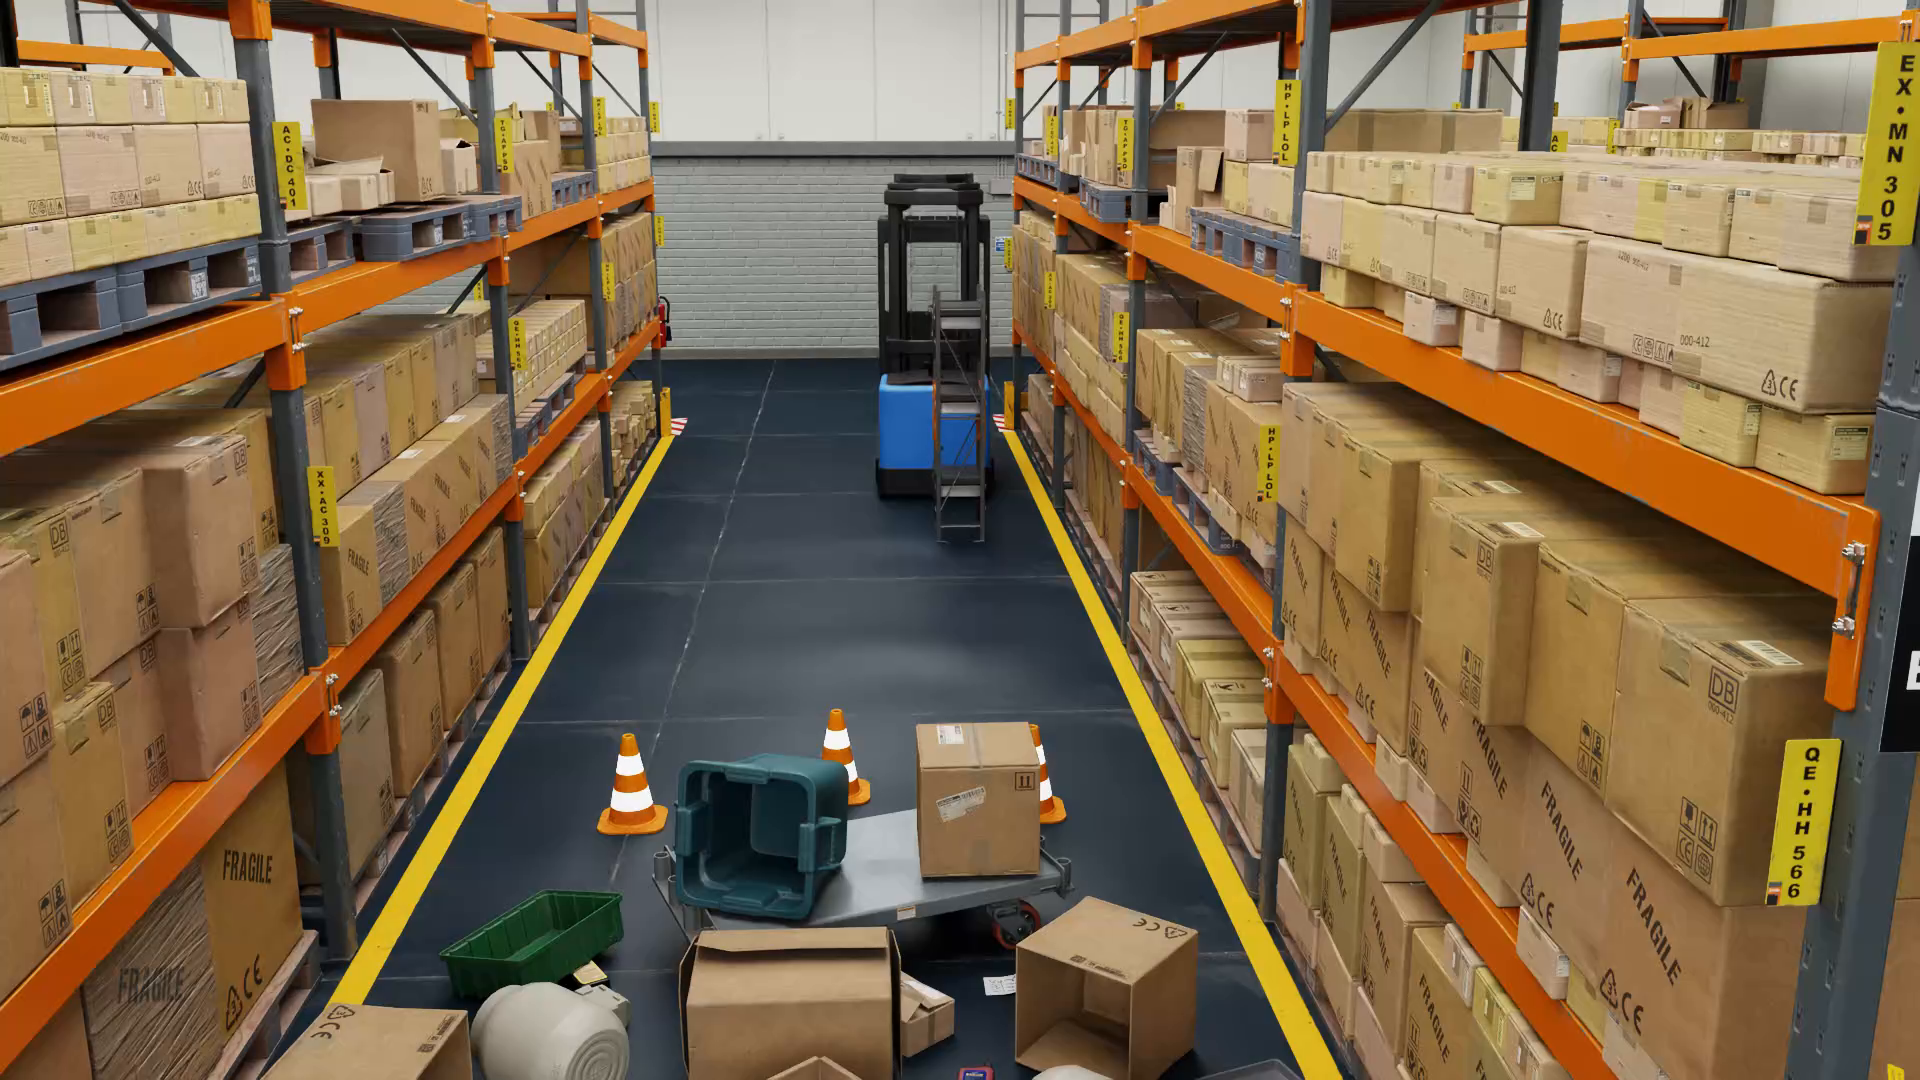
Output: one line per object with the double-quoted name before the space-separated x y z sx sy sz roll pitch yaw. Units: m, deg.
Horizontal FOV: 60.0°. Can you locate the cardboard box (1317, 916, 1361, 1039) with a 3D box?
"cardboard box" 1.657 1.645 6.289 0.500 0.250 0.500 0 14 0

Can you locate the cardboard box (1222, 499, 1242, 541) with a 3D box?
"cardboard box" 1.488 -0.102 8.063 0.380 0.149 0.250 -1 14 -4

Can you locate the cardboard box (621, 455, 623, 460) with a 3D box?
"cardboard box" -3.370 -0.700 15.607 0.380 0.149 0.250 -1 14 -4

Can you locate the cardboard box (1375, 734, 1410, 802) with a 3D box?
"cardboard box" 1.615 0.756 5.571 0.380 0.149 0.250 -1 14 -3

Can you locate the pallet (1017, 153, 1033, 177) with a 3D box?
"pallet" 1.159 -3.977 17.620 1.003 0.211 1.213 -1 14 -3

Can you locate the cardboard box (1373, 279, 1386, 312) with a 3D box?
"cardboard box" 1.706 -0.891 5.952 0.380 0.149 0.250 -1 14 -3

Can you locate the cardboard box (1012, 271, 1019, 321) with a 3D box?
"cardboard box" 0.846 -2.676 18.206 0.500 0.500 0.500 -1 14 -4

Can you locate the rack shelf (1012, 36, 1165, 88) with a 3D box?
"rack shelf" 1.226 -4.617 16.158 1.077 0.370 4.000 -1 14 -3

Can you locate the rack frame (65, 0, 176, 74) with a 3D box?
"rack frame" -8.788 -5.504 17.357 1.000 3.000 0.127 -1 14 -3

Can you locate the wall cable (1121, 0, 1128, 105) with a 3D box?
"wall cable" 1.220 -7.078 23.476 2.355 3.000 0.029 -1 14 -3

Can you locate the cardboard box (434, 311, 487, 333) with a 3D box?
"cardboard box" -3.969 -1.724 13.176 0.380 0.149 0.250 -1 14 -4

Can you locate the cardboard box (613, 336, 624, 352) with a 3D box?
"cardboard box" -3.395 -1.869 15.774 0.380 0.149 0.250 -1 14 -2

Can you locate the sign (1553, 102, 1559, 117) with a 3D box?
"sign" 6.612 -4.714 18.531 0.100 0.325 0.005 -1 14 -3

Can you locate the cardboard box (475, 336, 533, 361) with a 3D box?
"cardboard box" -3.217 -1.342 11.688 0.380 0.149 0.250 -1 15 -6

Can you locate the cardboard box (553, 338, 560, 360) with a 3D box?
"cardboard box" -3.277 -1.457 12.734 0.380 0.149 0.250 -1 14 -3

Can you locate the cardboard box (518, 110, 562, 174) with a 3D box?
"cardboard box" -3.670 -3.263 13.627 0.700 0.500 0.500 -1 14 -3

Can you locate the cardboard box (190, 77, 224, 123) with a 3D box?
"cardboard box" -2.732 -1.485 5.620 0.380 0.149 0.250 -1 14 -4

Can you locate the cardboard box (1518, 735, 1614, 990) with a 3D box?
"cardboard box" 1.759 0.780 4.177 0.500 0.500 0.500 -1 14 -3

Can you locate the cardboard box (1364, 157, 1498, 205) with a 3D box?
"cardboard box" 1.582 -1.205 5.573 0.380 0.149 0.250 -1 14 -4

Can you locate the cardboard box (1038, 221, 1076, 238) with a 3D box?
"cardboard box" 0.967 -3.055 16.370 0.380 0.149 0.250 -1 14 -3

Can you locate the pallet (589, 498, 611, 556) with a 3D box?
"pallet" -3.534 -0.111 14.033 1.003 0.211 1.213 -1 14 -3

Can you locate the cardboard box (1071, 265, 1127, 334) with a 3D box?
"cardboard box" 1.178 -1.924 13.278 0.500 0.500 0.500 -1 14 -5

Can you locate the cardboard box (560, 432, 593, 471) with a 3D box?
"cardboard box" -3.267 -0.701 13.402 0.500 0.250 0.500 0 14 -1

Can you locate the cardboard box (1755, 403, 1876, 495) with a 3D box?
"cardboard box" 1.792 -0.187 3.220 0.380 0.149 0.250 -1 14 -3

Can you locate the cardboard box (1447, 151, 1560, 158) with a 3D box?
"cardboard box" 2.083 -1.409 6.365 0.380 0.149 0.250 -1 14 -2

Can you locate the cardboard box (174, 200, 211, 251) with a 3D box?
"cardboard box" -2.713 -1.035 5.472 0.380 0.149 0.250 -1 14 -3

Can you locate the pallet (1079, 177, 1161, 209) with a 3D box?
"pallet" 1.433 -2.560 12.316 1.003 0.211 1.213 0 14 -1

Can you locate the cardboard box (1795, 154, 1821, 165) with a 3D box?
"cardboard box" 6.243 -2.688 11.936 0.380 0.149 0.250 -1 14 -3

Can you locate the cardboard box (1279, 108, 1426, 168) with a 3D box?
"cardboard box" 1.683 -1.735 7.183 0.500 0.250 0.500 -1 14 -2

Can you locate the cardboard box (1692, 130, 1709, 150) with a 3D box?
"cardboard box" 6.033 -3.160 13.134 0.380 0.149 0.250 -1 14 -3

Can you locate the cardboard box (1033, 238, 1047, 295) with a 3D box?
"cardboard box" 0.981 -2.655 16.118 0.500 0.500 0.500 -1 14 -3

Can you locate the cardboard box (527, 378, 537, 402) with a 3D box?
"cardboard box" -3.214 -1.057 11.776 0.380 0.149 0.250 0 14 -1

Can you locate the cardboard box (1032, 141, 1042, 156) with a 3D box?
"cardboard box" 0.940 -4.060 17.227 0.380 0.149 0.250 0 14 -1

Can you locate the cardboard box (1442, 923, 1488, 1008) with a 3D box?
"cardboard box" 1.667 1.265 4.957 0.380 0.149 0.250 0 14 -1

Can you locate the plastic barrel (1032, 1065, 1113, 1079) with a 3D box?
"plastic barrel" 0.455 1.985 5.461 0.512 0.421 0.421 10 18 35

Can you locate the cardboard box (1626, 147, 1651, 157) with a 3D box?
"cardboard box" 5.907 -3.271 14.162 0.380 0.149 0.250 -1 14 -3

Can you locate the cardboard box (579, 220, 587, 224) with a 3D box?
"cardboard box" -4.021 -2.956 16.689 0.500 0.500 0.500 -1 14 -5

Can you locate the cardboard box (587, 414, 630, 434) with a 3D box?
"cardboard box" -3.394 -1.115 16.026 0.380 0.149 0.250 -1 14 -2

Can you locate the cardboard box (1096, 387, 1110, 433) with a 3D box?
"cardboard box" 1.260 -0.938 11.951 0.500 0.250 0.500 -1 14 -2

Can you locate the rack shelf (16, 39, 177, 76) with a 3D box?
"rack shelf" -8.665 -4.464 15.564 1.077 0.370 4.000 -1 14 -3

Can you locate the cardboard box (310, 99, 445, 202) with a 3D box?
"cardboard box" -2.949 -1.985 8.458 0.500 0.500 0.500 -1 14 -3

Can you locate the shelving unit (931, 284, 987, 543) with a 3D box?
"shelving unit" -0.010 -1.058 13.925 0.431 2.100 0.503 -1 14 -3

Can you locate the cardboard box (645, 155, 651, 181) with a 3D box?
"cardboard box" -3.540 -3.921 17.526 0.500 0.250 0.500 -1 14 -5

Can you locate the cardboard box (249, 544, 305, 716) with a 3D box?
"cardboard box" -3.054 0.354 6.331 0.875 0.550 0.550 -1 14 -3

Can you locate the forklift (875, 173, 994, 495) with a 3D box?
"forklift" -0.256 -2.150 16.501 1.130 2.935 3.031 0 14 -1

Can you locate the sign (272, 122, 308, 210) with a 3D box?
"sign" -2.534 -1.416 6.292 0.100 0.325 0.005 -1 14 -3

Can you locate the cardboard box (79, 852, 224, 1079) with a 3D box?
"cardboard box" -3.060 1.542 5.435 0.875 0.875 0.875 -1 14 -3

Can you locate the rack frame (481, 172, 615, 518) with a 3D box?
"rack frame" -3.584 -1.655 14.438 1.000 3.000 0.127 -1 14 -3

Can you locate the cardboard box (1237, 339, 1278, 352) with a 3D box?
"cardboard box" 1.947 -0.920 9.943 0.500 0.500 0.500 -1 14 -4

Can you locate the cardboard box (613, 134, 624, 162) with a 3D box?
"cardboard box" -3.418 -3.650 15.470 0.500 0.250 0.500 -1 14 -2

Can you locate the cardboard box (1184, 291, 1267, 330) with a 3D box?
"cardboard box" 1.812 -1.421 11.321 0.500 0.500 0.500 -1 14 -5

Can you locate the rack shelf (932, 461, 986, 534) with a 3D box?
"rack shelf" -0.010 -0.367 14.103 0.431 0.518 0.480 -1 14 -3

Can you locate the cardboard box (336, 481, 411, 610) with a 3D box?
"cardboard box" -2.884 0.026 7.706 0.500 0.500 0.500 -1 14 -3

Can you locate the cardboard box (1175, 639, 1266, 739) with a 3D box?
"cardboard box" 1.718 0.820 9.249 0.950 0.372 0.625 0 14 -2

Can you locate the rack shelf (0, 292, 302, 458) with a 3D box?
"rack shelf" -2.964 -0.272 4.488 1.077 0.370 4.000 -1 14 -3

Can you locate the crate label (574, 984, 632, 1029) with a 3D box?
"crate label" -1.448 1.863 6.512 0.298 0.136 0.250 -13 20 -42

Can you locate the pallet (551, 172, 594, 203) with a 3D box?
"pallet" -3.652 -2.861 13.485 1.213 0.211 1.003 -1 14 -3
